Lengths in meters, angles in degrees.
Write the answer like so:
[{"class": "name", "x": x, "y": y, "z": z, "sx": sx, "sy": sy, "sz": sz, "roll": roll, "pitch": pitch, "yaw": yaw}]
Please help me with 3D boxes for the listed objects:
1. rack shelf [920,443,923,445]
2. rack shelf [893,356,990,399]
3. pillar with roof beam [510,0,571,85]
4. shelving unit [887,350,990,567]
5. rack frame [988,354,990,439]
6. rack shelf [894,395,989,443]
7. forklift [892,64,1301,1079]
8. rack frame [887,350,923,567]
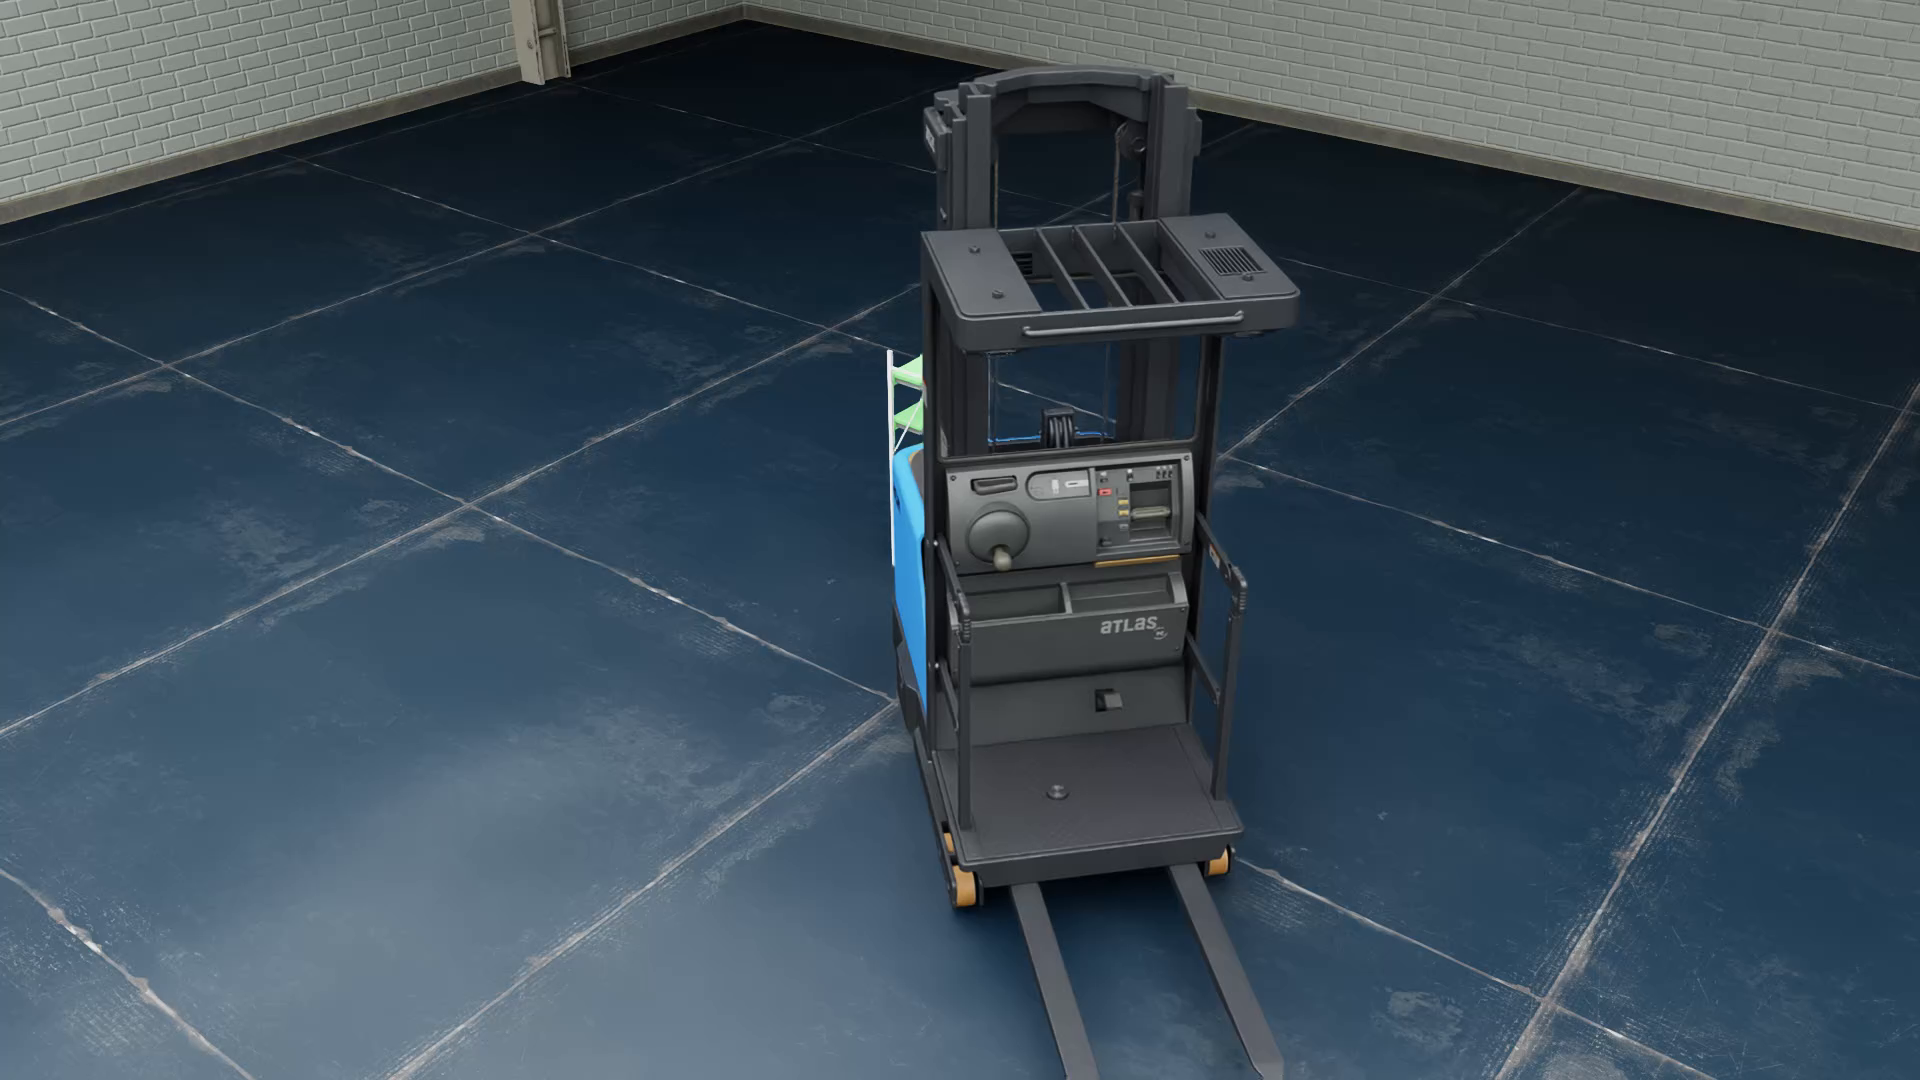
[{"class": "rack shelf", "x": -0.100, "y": -0.394, "z": 8.363, "sx": 0.258, "sy": 0.148, "sz": 0.480, "roll": 21, "pitch": 37, "yaw": 31}, {"class": "rack shelf", "x": -0.100, "y": -0.807, "z": 8.118, "sx": 0.258, "sy": 0.148, "sz": 0.480, "roll": 21, "pitch": 37, "yaw": 31}, {"class": "pillar with roof beam", "x": -0.668, "y": -7.121, "z": 11.940, "sx": 9.100, "sy": 9.000, "sz": 0.400, "roll": 21, "pitch": 37, "yaw": 31}, {"class": "shelving unit", "x": -0.100, "y": -0.449, "z": 8.331, "sx": 0.258, "sy": 1.200, "sz": 0.503, "roll": 21, "pitch": 37, "yaw": 31}, {"class": "rack frame", "x": 0.047, "y": -0.548, "z": 8.498, "sx": 0.240, "sy": 1.200, "sz": 0.015, "roll": 21, "pitch": 37, "yaw": 31}, {"class": "rack shelf", "x": -0.100, "y": -0.600, "z": 8.241, "sx": 0.258, "sy": 0.148, "sz": 0.480, "roll": 21, "pitch": 37, "yaw": 31}, {"class": "forklift", "x": 0.453, "y": -0.056, "z": 5.970, "sx": 1.130, "sy": 2.935, "sz": 3.031, "roll": -5, "pitch": 31, "yaw": -9}, {"class": "rack frame", "x": -0.247, "y": -0.350, "z": 8.163, "sx": 0.240, "sy": 1.200, "sz": 0.015, "roll": 21, "pitch": 37, "yaw": 31}]
